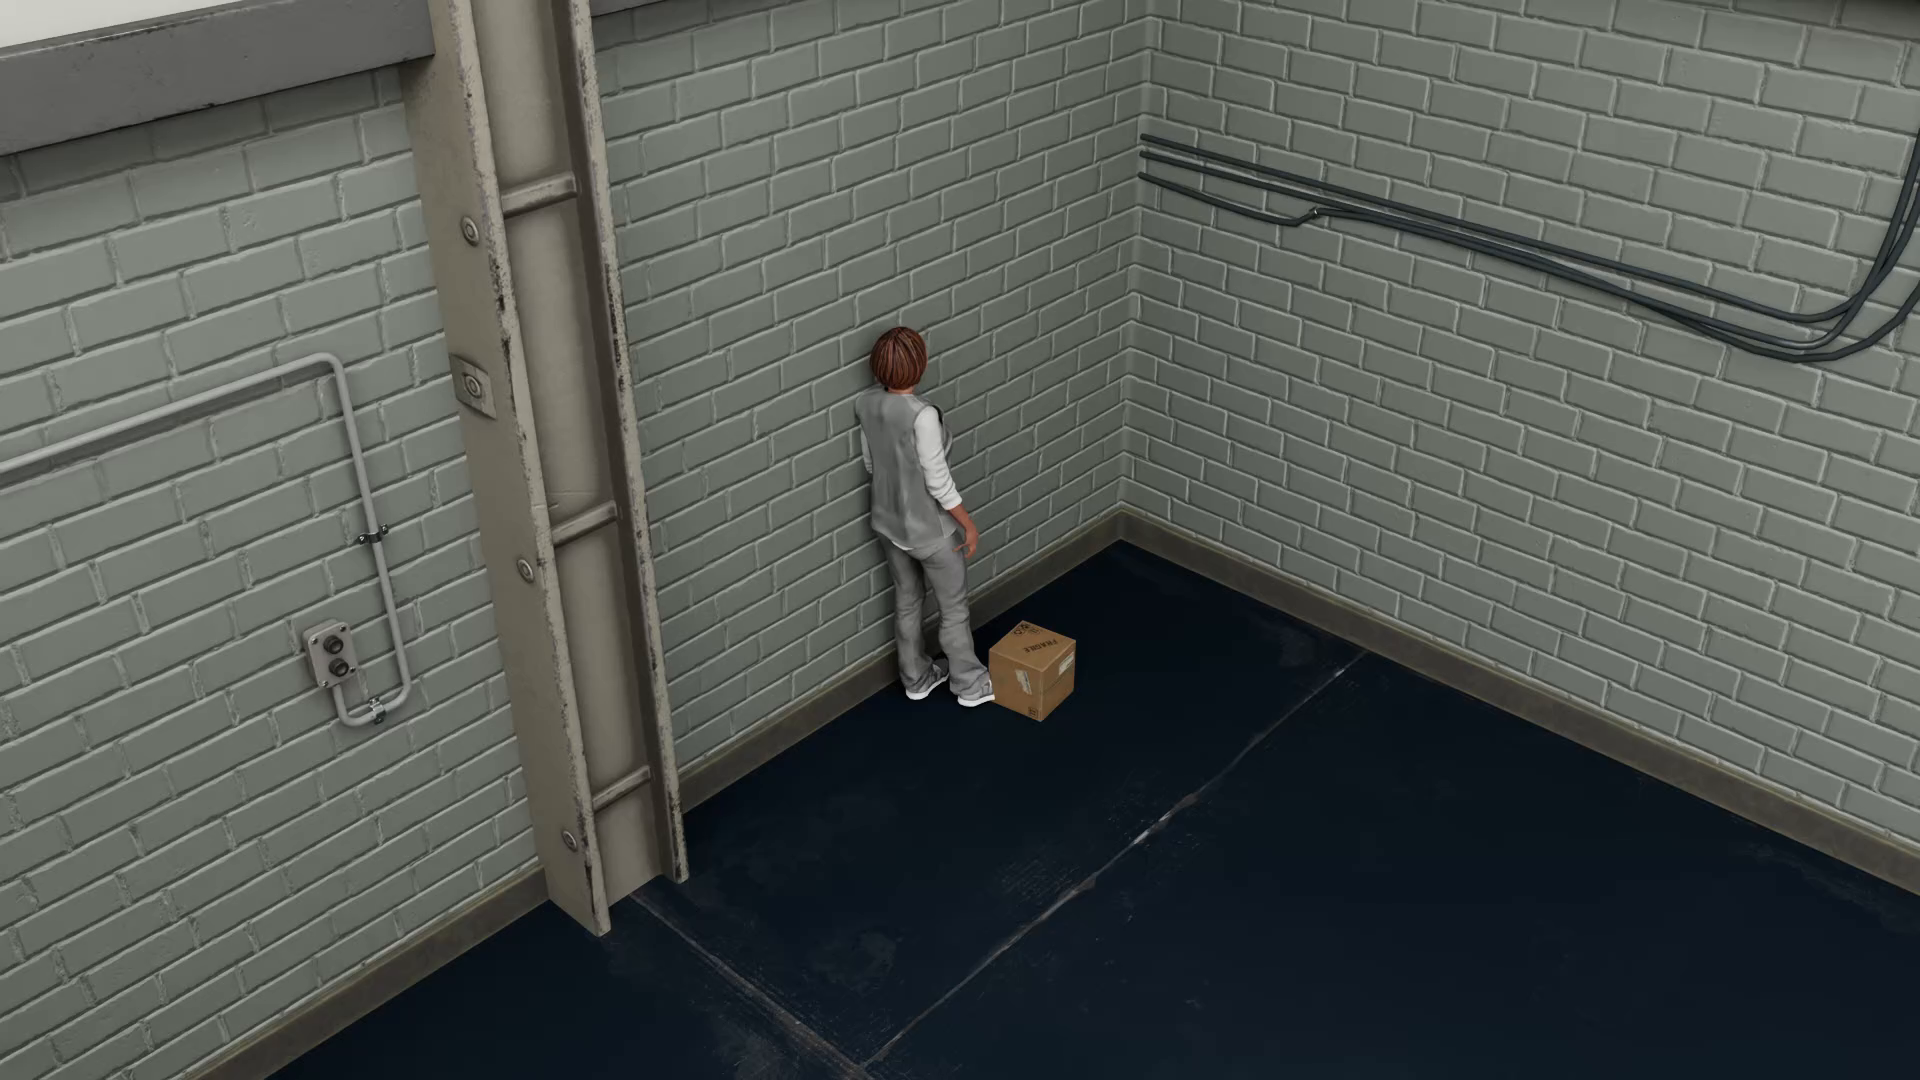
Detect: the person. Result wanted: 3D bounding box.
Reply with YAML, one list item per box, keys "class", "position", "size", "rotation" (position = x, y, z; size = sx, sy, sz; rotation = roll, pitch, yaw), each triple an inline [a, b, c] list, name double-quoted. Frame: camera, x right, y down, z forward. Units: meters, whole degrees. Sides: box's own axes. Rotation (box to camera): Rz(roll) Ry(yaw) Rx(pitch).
- class: "person"
  position: [-0.105, -0.085, 6.263]
  size: [0.519, 1.598, 0.474]
  rotation: [26, 40, 35]
